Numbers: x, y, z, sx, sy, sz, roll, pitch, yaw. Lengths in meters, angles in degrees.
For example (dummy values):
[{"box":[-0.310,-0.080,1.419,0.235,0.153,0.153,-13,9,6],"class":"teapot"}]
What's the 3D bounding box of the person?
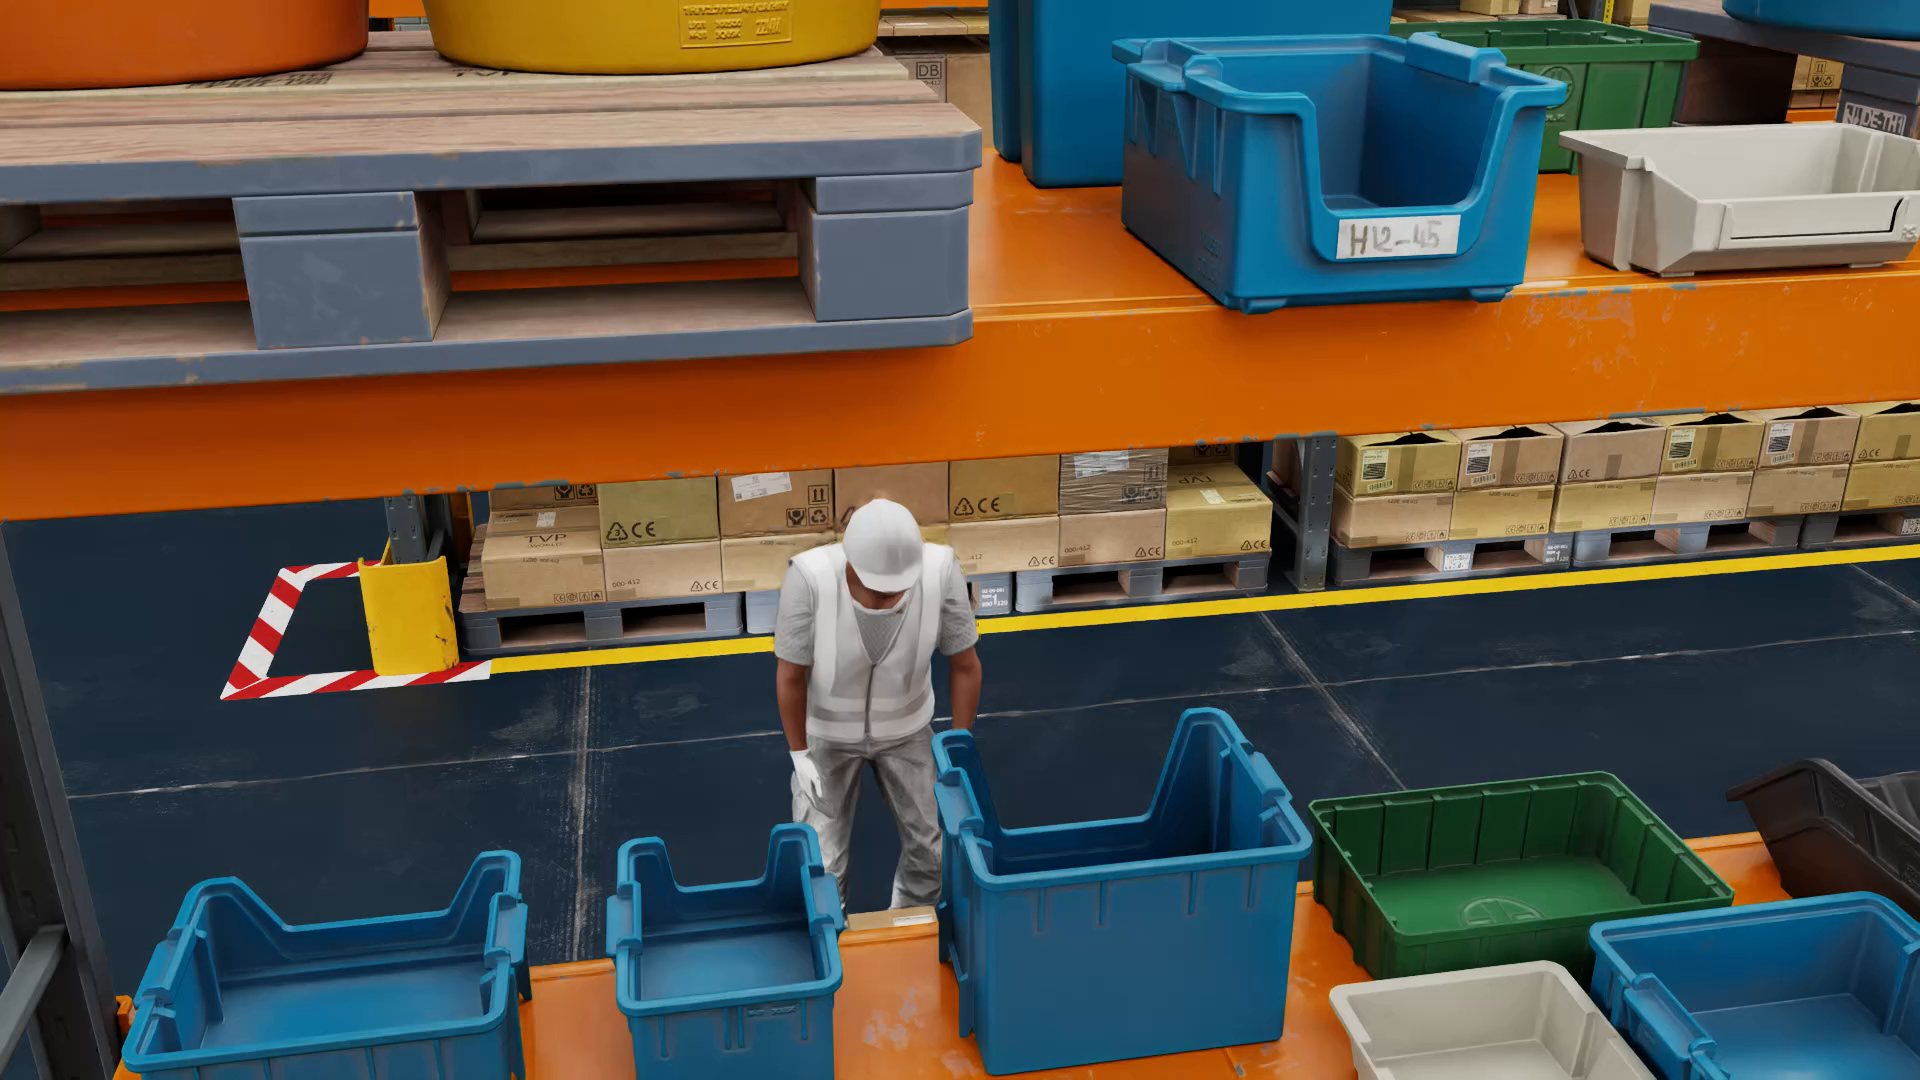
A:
[{"box":[-0.235,0.588,4.875,0.594,1.644,0.584,-4,23,-9],"class":"person"}]
